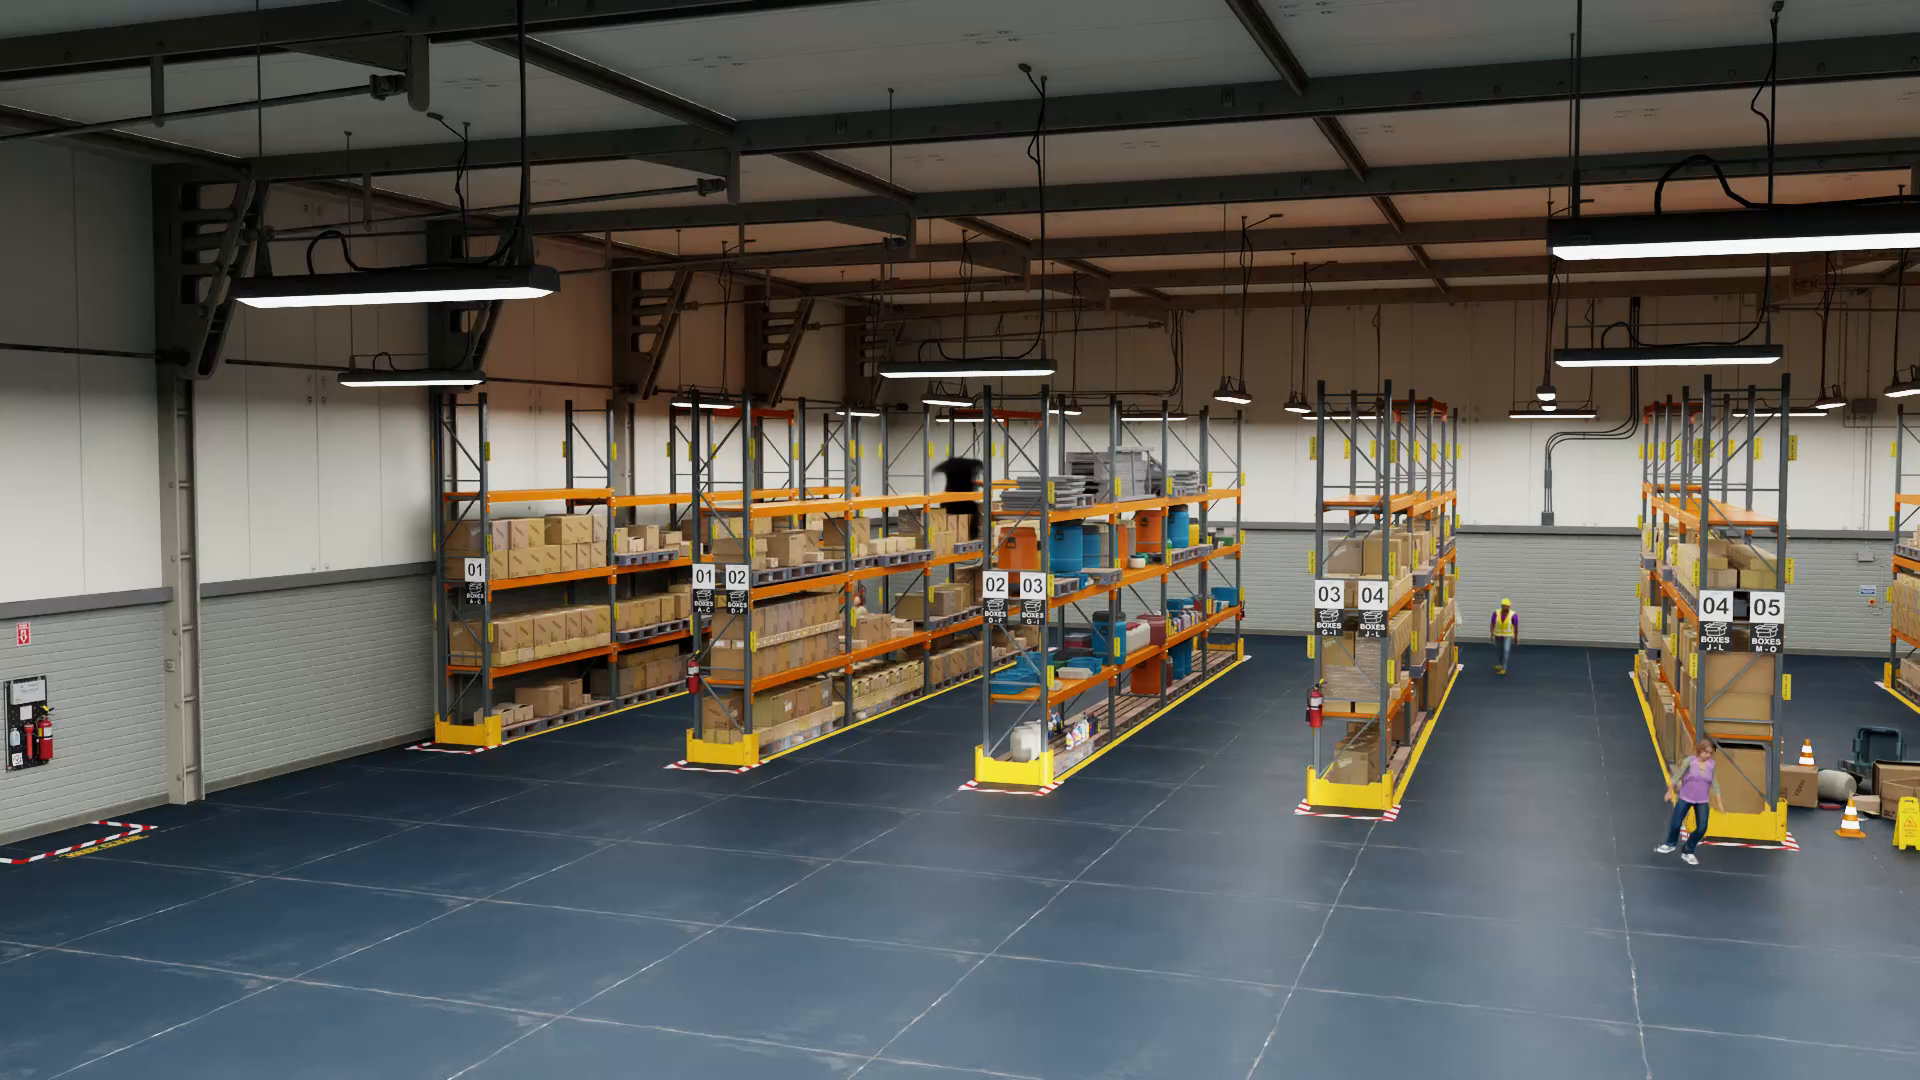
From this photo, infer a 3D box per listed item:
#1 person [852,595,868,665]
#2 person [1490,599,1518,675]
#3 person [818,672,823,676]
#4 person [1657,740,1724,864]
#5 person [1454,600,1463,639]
[{"bbox_3d":[-2.397,2.115,38.559,0.560,1.686,0.683,1,3,12],"label":"person"},{"bbox_3d":[12.240,2.153,37.429,0.602,1.687,1.035,2,4,34],"label":"person"},{"bbox_3d":[-2.893,2.428,34.063,0.548,1.534,0.512,1,3,13],"label":"person"},{"bbox_3d":[8.889,3.165,20.241,0.664,1.539,0.578,0,3,6],"label":"person"},{"bbox_3d":[11.742,2.008,40.321,0.768,1.713,0.898,0,3,-7],"label":"person"}]
